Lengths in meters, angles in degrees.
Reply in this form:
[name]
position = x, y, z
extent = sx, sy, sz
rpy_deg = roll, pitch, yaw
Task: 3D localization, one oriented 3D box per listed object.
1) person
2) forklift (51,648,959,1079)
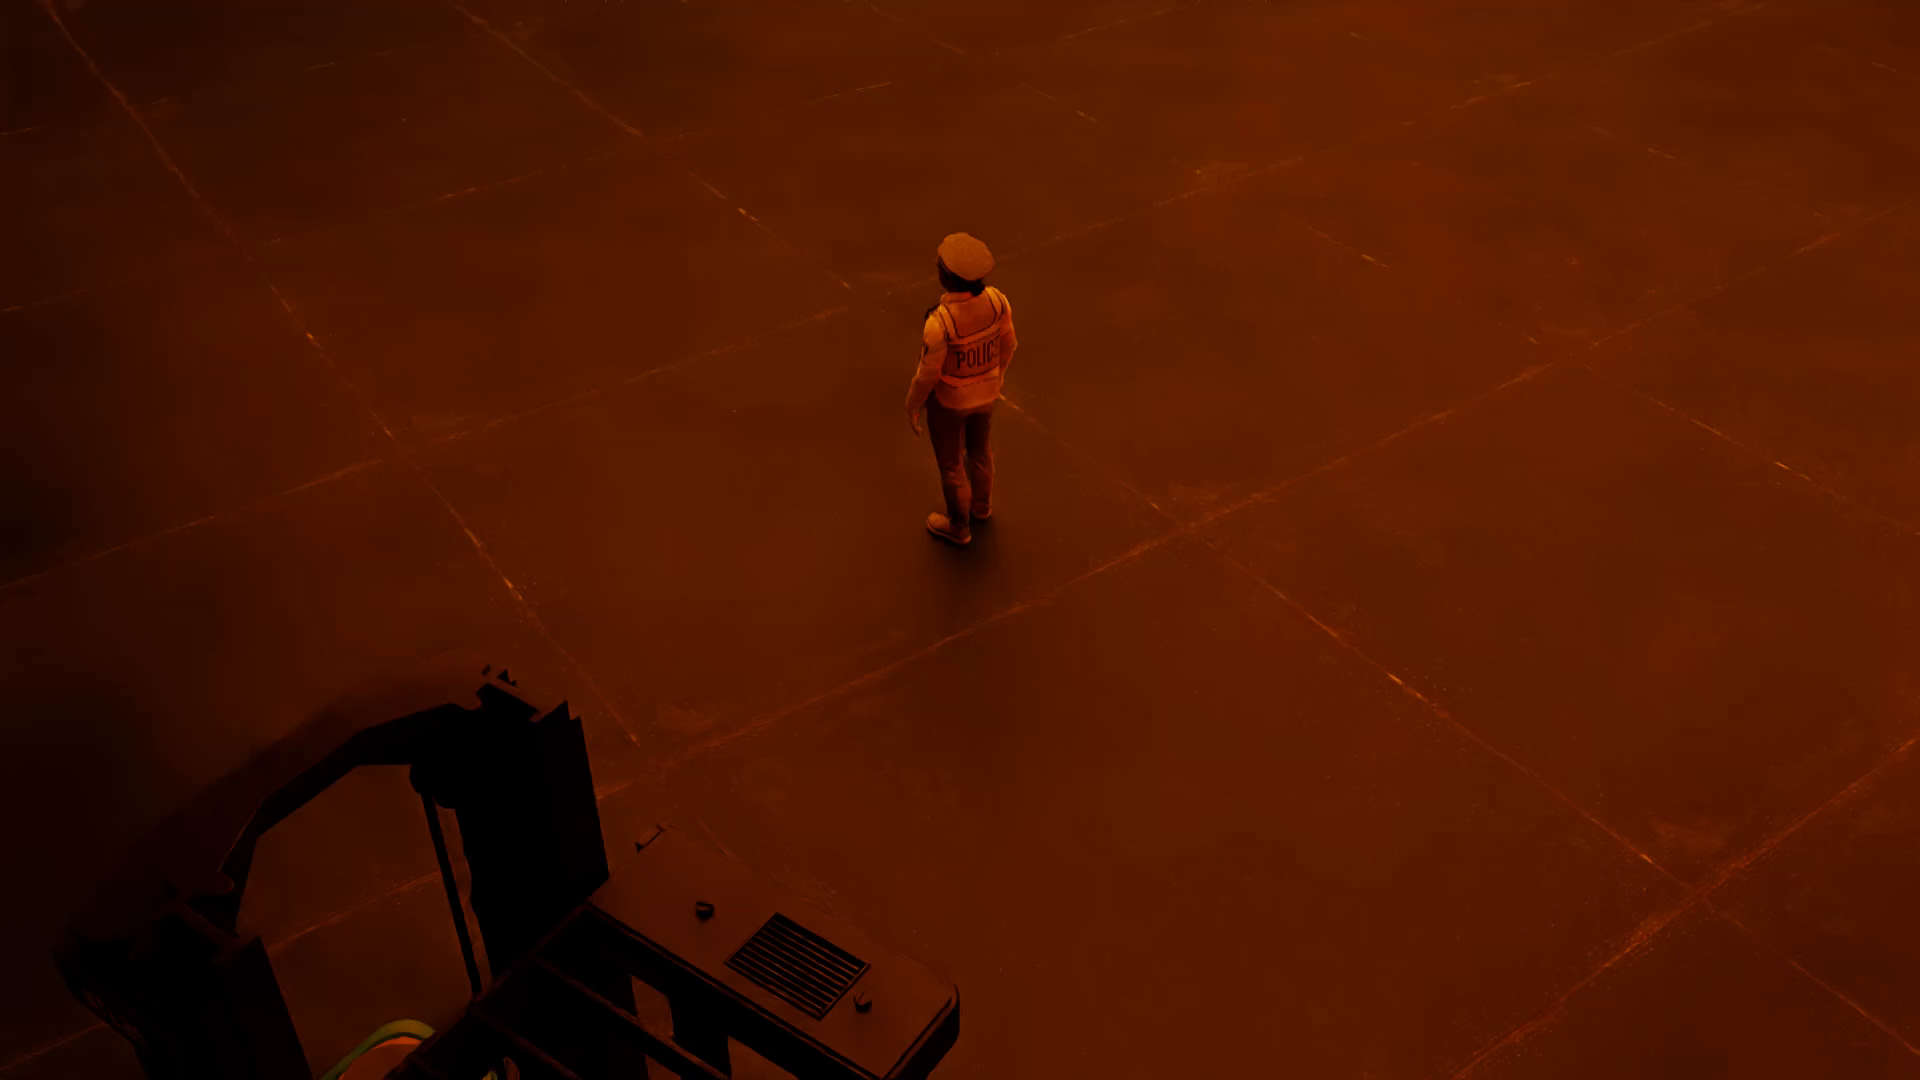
[person]
position = -0.034, -0.723, 7.949
extent = 0.586, 1.695, 0.533
rpy_deg = -23, 42, -28
[forklift]
position = -0.669, 1.770, 3.551
extent = 3.031, 2.935, 1.130
rpy_deg = 22, 42, 27
